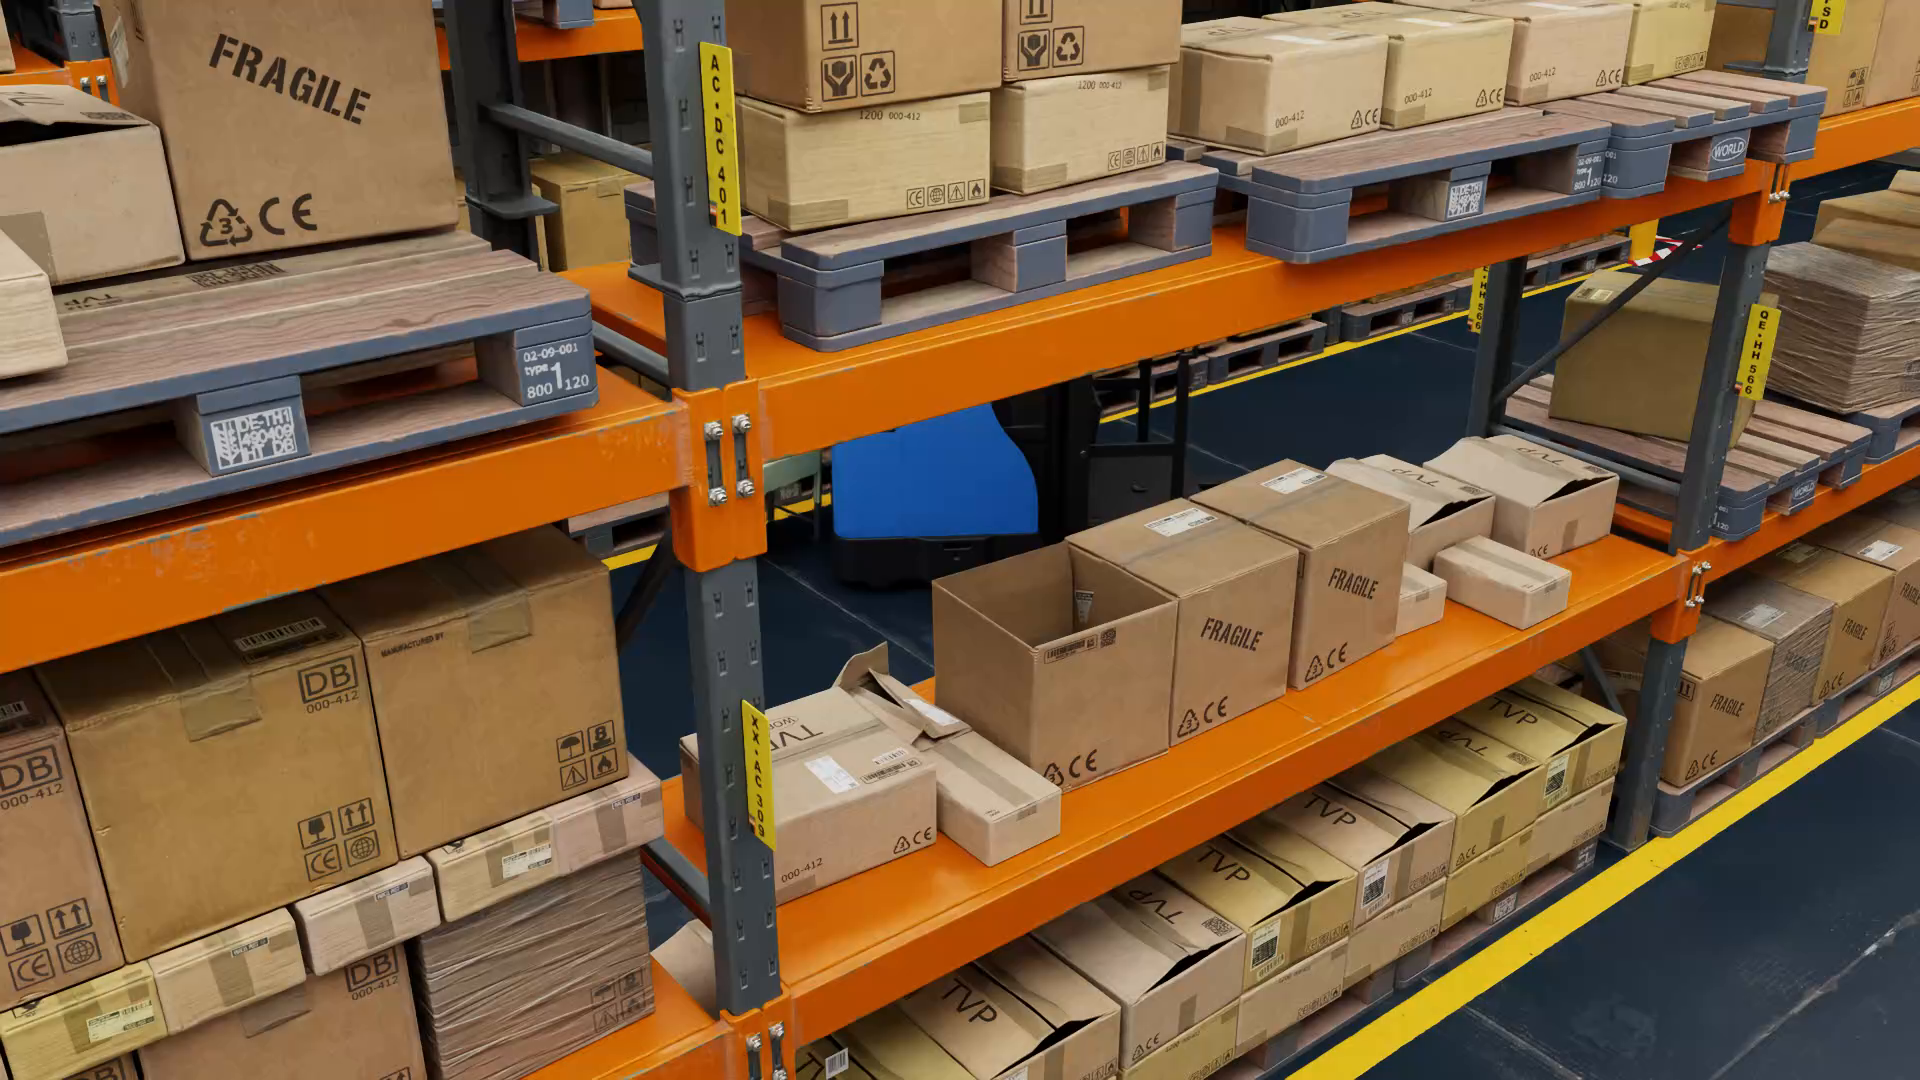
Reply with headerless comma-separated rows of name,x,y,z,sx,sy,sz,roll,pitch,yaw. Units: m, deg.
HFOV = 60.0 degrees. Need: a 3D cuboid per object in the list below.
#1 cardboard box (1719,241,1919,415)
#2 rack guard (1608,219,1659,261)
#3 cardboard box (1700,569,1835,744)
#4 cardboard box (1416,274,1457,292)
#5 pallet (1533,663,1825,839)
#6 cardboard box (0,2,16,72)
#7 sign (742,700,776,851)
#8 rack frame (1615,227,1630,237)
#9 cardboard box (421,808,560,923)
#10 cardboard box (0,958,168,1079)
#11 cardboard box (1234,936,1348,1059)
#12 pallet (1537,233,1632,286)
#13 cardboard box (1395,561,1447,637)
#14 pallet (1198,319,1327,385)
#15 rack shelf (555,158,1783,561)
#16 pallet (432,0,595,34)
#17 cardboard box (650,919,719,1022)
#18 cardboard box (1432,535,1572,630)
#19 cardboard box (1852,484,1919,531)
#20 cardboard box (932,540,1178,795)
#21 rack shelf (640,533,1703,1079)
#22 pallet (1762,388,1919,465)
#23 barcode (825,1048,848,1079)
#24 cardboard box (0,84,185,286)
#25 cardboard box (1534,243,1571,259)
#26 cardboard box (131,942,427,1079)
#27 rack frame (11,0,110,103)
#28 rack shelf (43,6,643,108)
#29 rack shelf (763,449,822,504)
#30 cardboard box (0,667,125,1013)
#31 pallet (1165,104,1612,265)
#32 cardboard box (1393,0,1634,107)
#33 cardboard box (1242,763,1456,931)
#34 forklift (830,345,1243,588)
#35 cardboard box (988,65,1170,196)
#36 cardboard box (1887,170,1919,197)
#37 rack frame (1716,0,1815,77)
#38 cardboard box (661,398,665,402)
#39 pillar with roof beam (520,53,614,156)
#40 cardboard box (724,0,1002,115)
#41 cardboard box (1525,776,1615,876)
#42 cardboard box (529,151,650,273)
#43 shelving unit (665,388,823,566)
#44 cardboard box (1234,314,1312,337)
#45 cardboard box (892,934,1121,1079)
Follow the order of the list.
cardboard box,3.645,-0.909,7.027,0.500,0.500,0.700,-12,28,-24
rack guard,5.636,-2.888,14.879,0.348,0.500,1.175,-18,31,-34
cardboard box,3.325,0.475,7.110,0.500,0.500,0.500,-20,31,-36
cardboard box,3.519,-2.323,13.163,0.500,0.500,0.700,-19,31,-35
pallet,2.993,0.786,7.306,1.213,0.211,1.003,-18,31,-34
cardboard box,-4.072,-2.100,6.506,0.500,0.500,0.500,-17,30,-33
sign,-0.422,0.496,3.495,0.005,0.325,0.100,-18,31,-34
rack frame,5.617,-4.016,14.340,0.127,3.000,1.000,-18,31,-34
cardboard box,-1.043,0.607,3.490,0.250,0.149,0.380,-19,31,-35
cardboard box,-1.650,0.807,3.058,0.250,0.149,0.380,-18,31,-34
cardboard box,0.914,1.376,5.490,0.500,0.250,0.500,-18,30,-33
pallet,5.036,-2.517,14.423,1.213,0.211,1.003,-18,31,-34
cardboard box,1.413,0.166,5.627,0.250,0.149,0.380,-16,29,-30
pallet,1.909,-1.487,12.202,1.213,0.211,1.003,-18,31,-34
rack shelf,0.808,-0.812,4.729,4.000,0.370,1.077,-18,31,-34
pallet,-2.460,-2.570,7.883,1.003,0.211,1.213,-18,31,-34
cardboard box,-0.624,1.344,4.893,0.500,0.311,0.500,-18,31,-34
cardboard box,1.845,0.141,5.680,0.250,0.149,0.380,-18,31,-34
cardboard box,4.529,0.076,7.969,0.500,0.500,0.500,-18,30,-33
cardboard box,0.263,0.365,4.781,0.500,0.500,0.500,-16,29,-30
rack shelf,0.808,0.548,5.360,4.000,0.370,1.077,-18,31,-34
pallet,3.909,-0.717,7.460,1.213,0.211,1.003,-18,31,-34
barcode,-0.308,1.312,4.166,0.075,0.075,0.001,-18,31,-34
cardboard box,-1.750,-0.649,2.963,0.500,0.311,0.500,-20,32,-37
cardboard box,4.735,-2.728,14.034,0.500,0.500,0.700,-18,31,-34
cardboard box,-1.522,0.953,3.516,0.500,0.500,0.700,-19,31,-35
rack frame,-3.826,-0.899,7.623,0.127,3.000,1.000,-18,31,-34
rack shelf,-2.252,-2.452,8.263,4.000,0.370,1.077,-18,31,-34
rack shelf,-1.143,-0.322,8.891,0.431,0.370,0.720,22,32,34
cardboard box,-1.903,0.486,2.979,0.500,0.500,0.700,-18,31,-34
pallet,1.025,-1.075,4.665,1.213,0.211,1.003,-17,30,-32
cardboard box,1.658,-1.502,5.040,0.500,0.250,0.500,-17,30,-33
cardboard box,1.318,0.990,5.656,0.500,0.311,0.500,-18,31,-34
forklift,0.816,-1.313,8.597,3.031,2.935,1.130,-2,25,-4
cardboard box,0.155,-1.042,4.049,0.500,0.250,0.500,-22,33,-39
cardboard box,5.019,-1.524,8.352,0.700,0.500,0.500,15,29,29
rack frame,2.382,-3.019,5.065,0.127,3.000,1.000,-18,31,-34
cardboard box,-1.689,-0.704,9.650,0.500,0.500,0.700,-18,31,-34
pillar with roof beam,0.422,-3.182,5.416,0.400,9.000,9.100,-18,31,-34
cardboard box,-0.256,-1.229,3.560,0.500,0.500,0.500,-18,30,-33
cardboard box,2.118,0.977,6.350,0.500,0.250,0.500,-17,30,-33
cardboard box,-2.008,-1.726,8.765,0.500,0.500,0.700,-18,31,-34
shelving unit,-1.126,-0.615,8.749,0.431,1.500,0.755,22,32,34
cardboard box,2.038,-1.980,12.008,0.750,0.750,0.750,-18,30,-33
cardboard box,0.110,1.391,4.792,0.500,0.311,0.500,-19,31,-35
